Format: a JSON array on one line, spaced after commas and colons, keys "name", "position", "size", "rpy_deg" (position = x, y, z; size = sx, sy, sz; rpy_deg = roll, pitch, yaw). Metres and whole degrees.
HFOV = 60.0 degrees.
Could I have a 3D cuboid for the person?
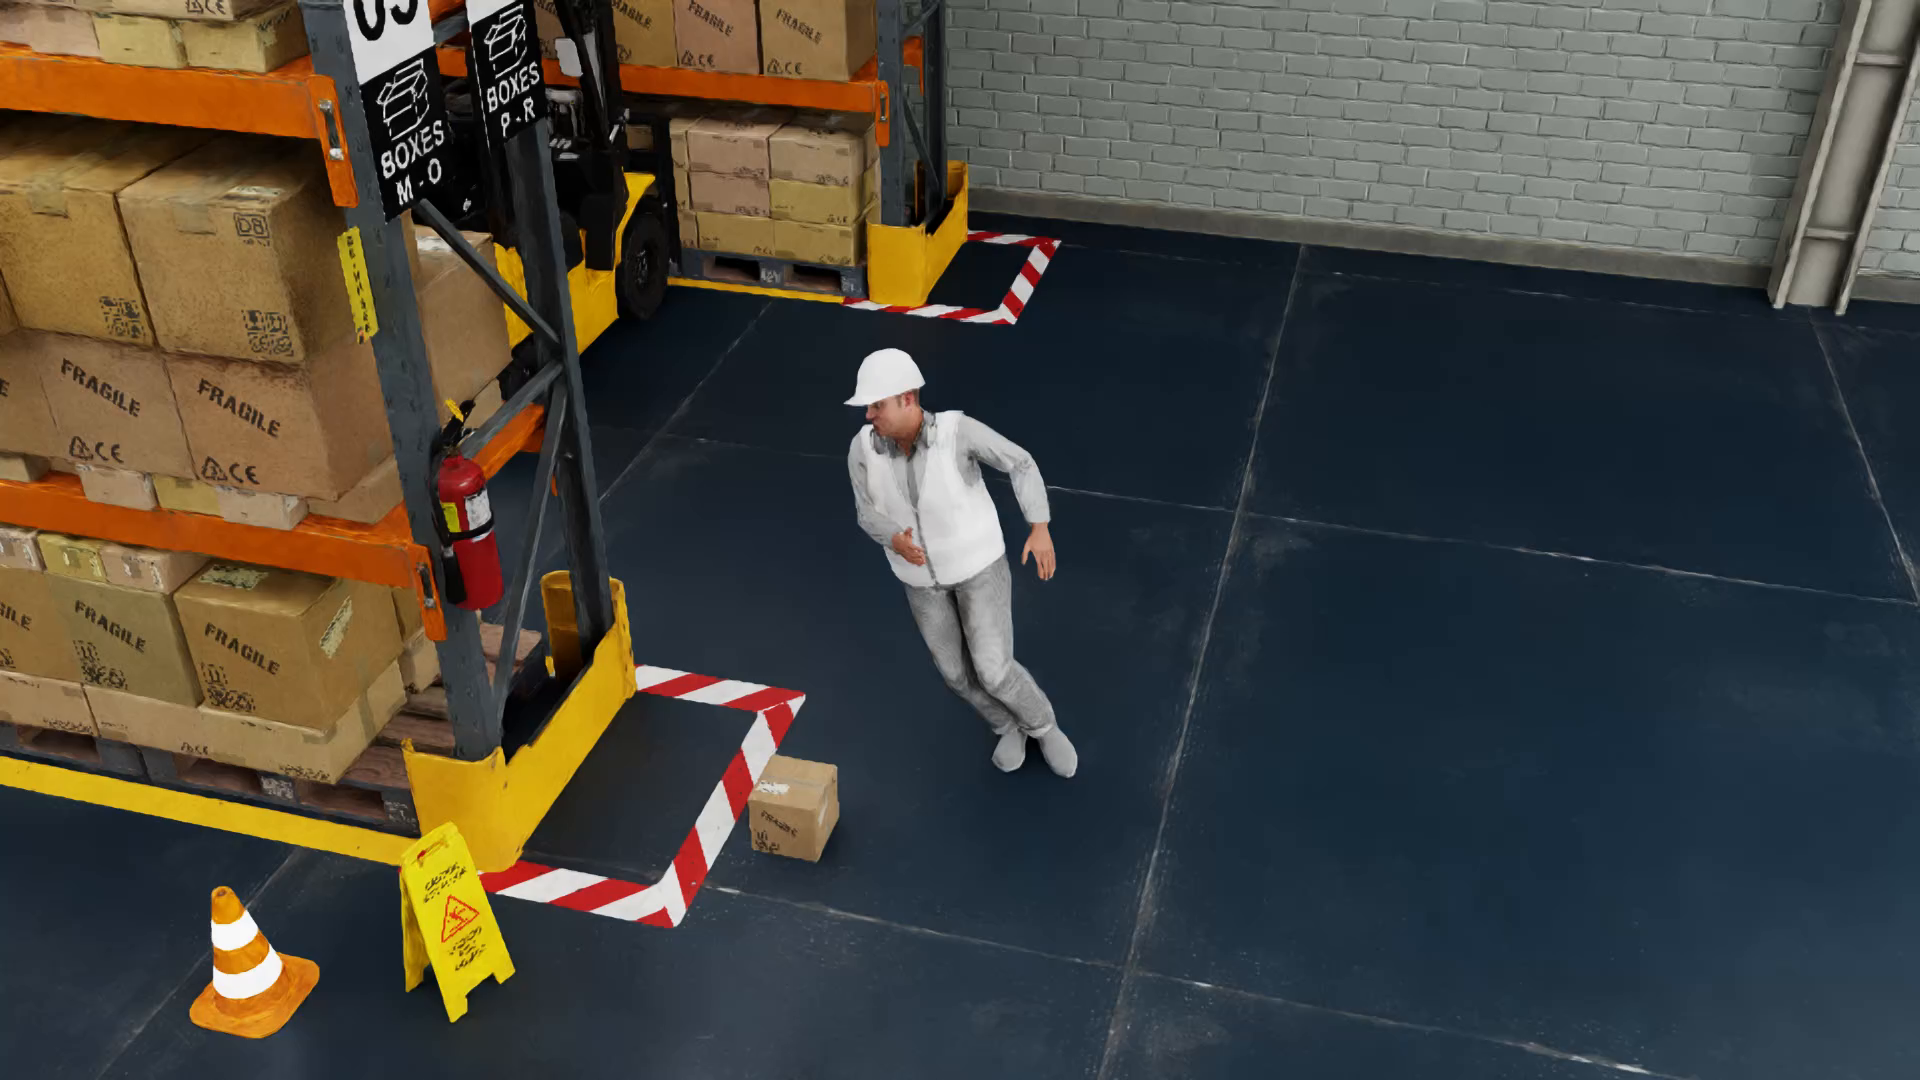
[{"name": "person", "position": [0.017, 0.127, 6.029], "size": [0.895, 1.653, 0.569], "rpy_deg": [7, 33, 11]}]
